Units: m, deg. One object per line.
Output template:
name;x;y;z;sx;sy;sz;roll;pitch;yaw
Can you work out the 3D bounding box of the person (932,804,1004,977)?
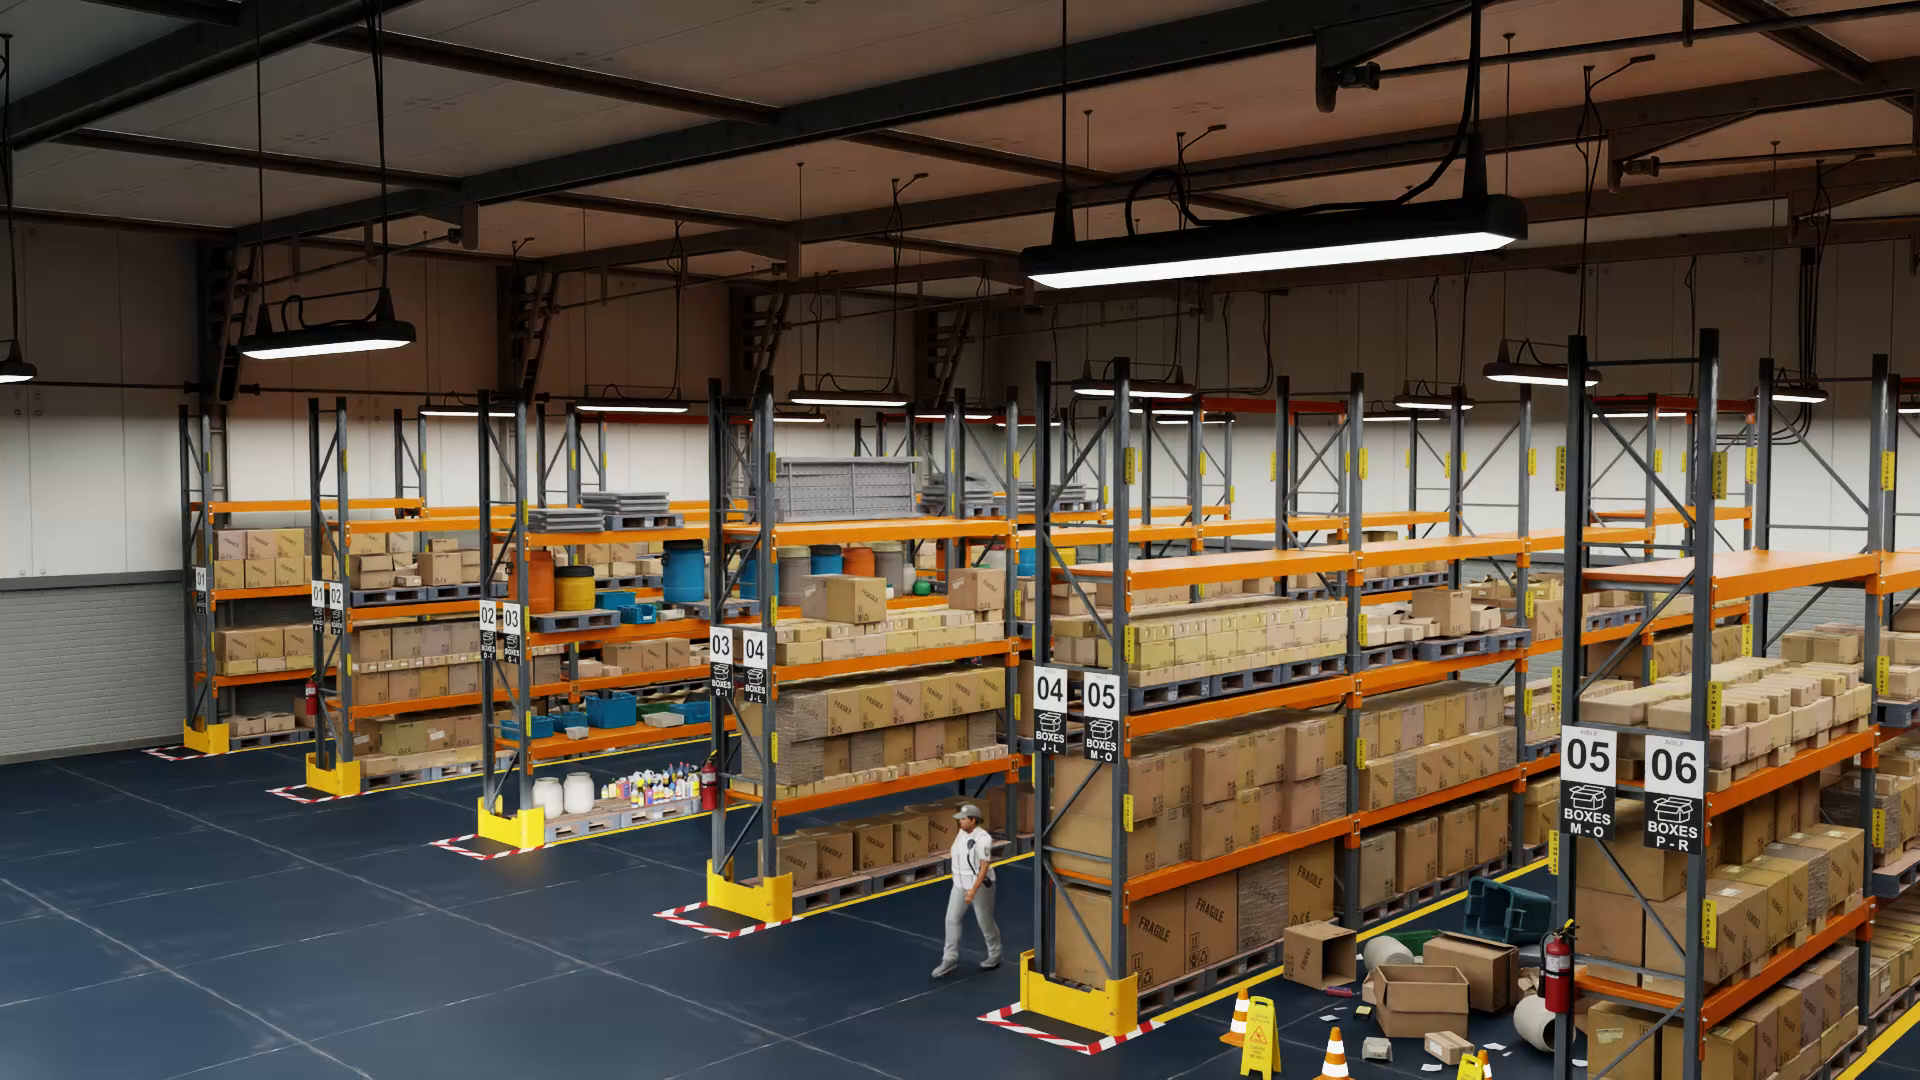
person;0.081;3.462;16.535;0.503;1.654;0.814;3;4;44
